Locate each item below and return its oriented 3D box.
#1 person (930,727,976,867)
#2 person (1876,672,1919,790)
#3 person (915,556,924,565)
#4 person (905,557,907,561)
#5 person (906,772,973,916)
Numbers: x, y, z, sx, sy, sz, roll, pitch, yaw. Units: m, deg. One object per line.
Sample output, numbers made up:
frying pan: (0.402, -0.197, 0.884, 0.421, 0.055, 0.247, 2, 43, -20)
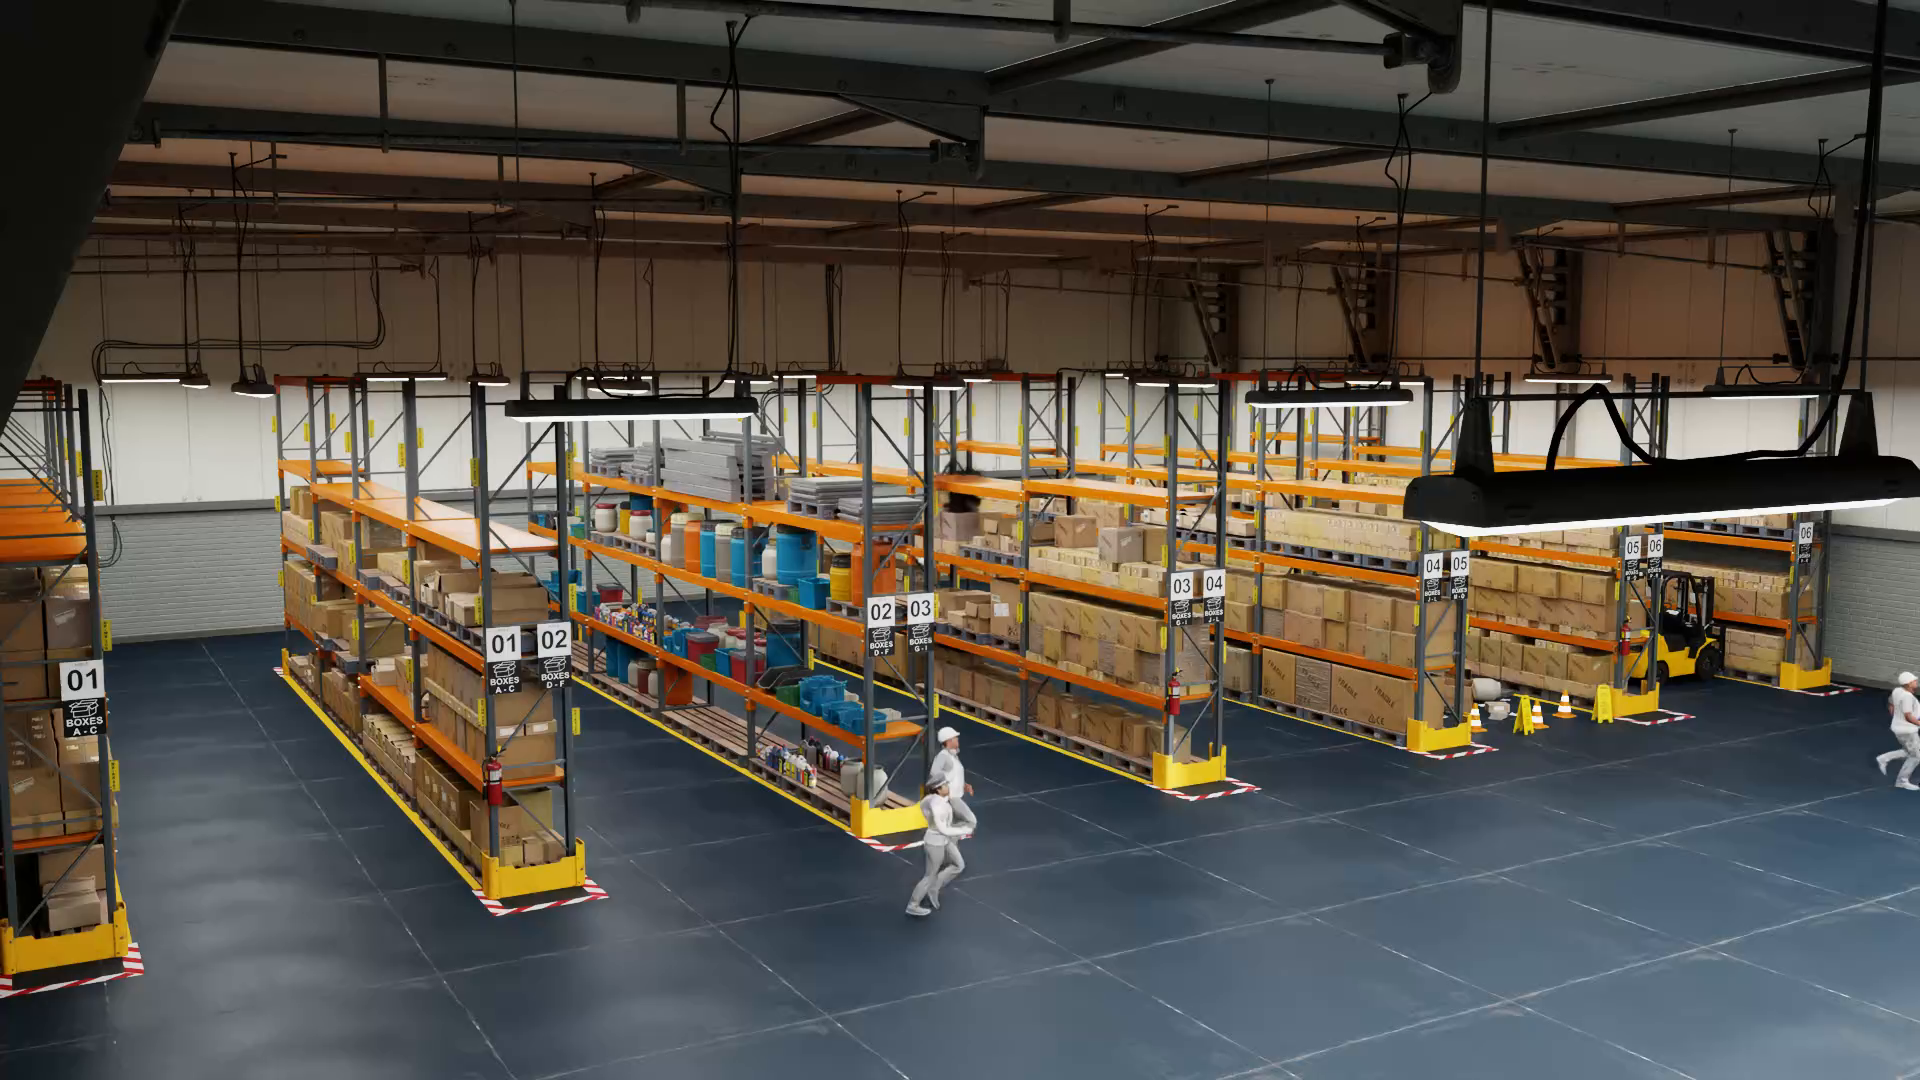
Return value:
person: (-0.066, 3.204, 20.861, 0.571, 1.702, 0.676, 1, 6, 6)
person: (13.890, 2.802, 24.482, 0.627, 1.736, 0.718, 2, 6, 14)
person: (-1.164, 0.926, 41.849, 0.669, 1.707, 0.761, -1, 6, -13)
person: (-1.259, 1.195, 39.270, 0.750, 1.700, 0.566, -2, 7, -21)
person: (-0.232, 3.427, 18.878, 0.759, 1.646, 0.628, 0, 6, 3)
